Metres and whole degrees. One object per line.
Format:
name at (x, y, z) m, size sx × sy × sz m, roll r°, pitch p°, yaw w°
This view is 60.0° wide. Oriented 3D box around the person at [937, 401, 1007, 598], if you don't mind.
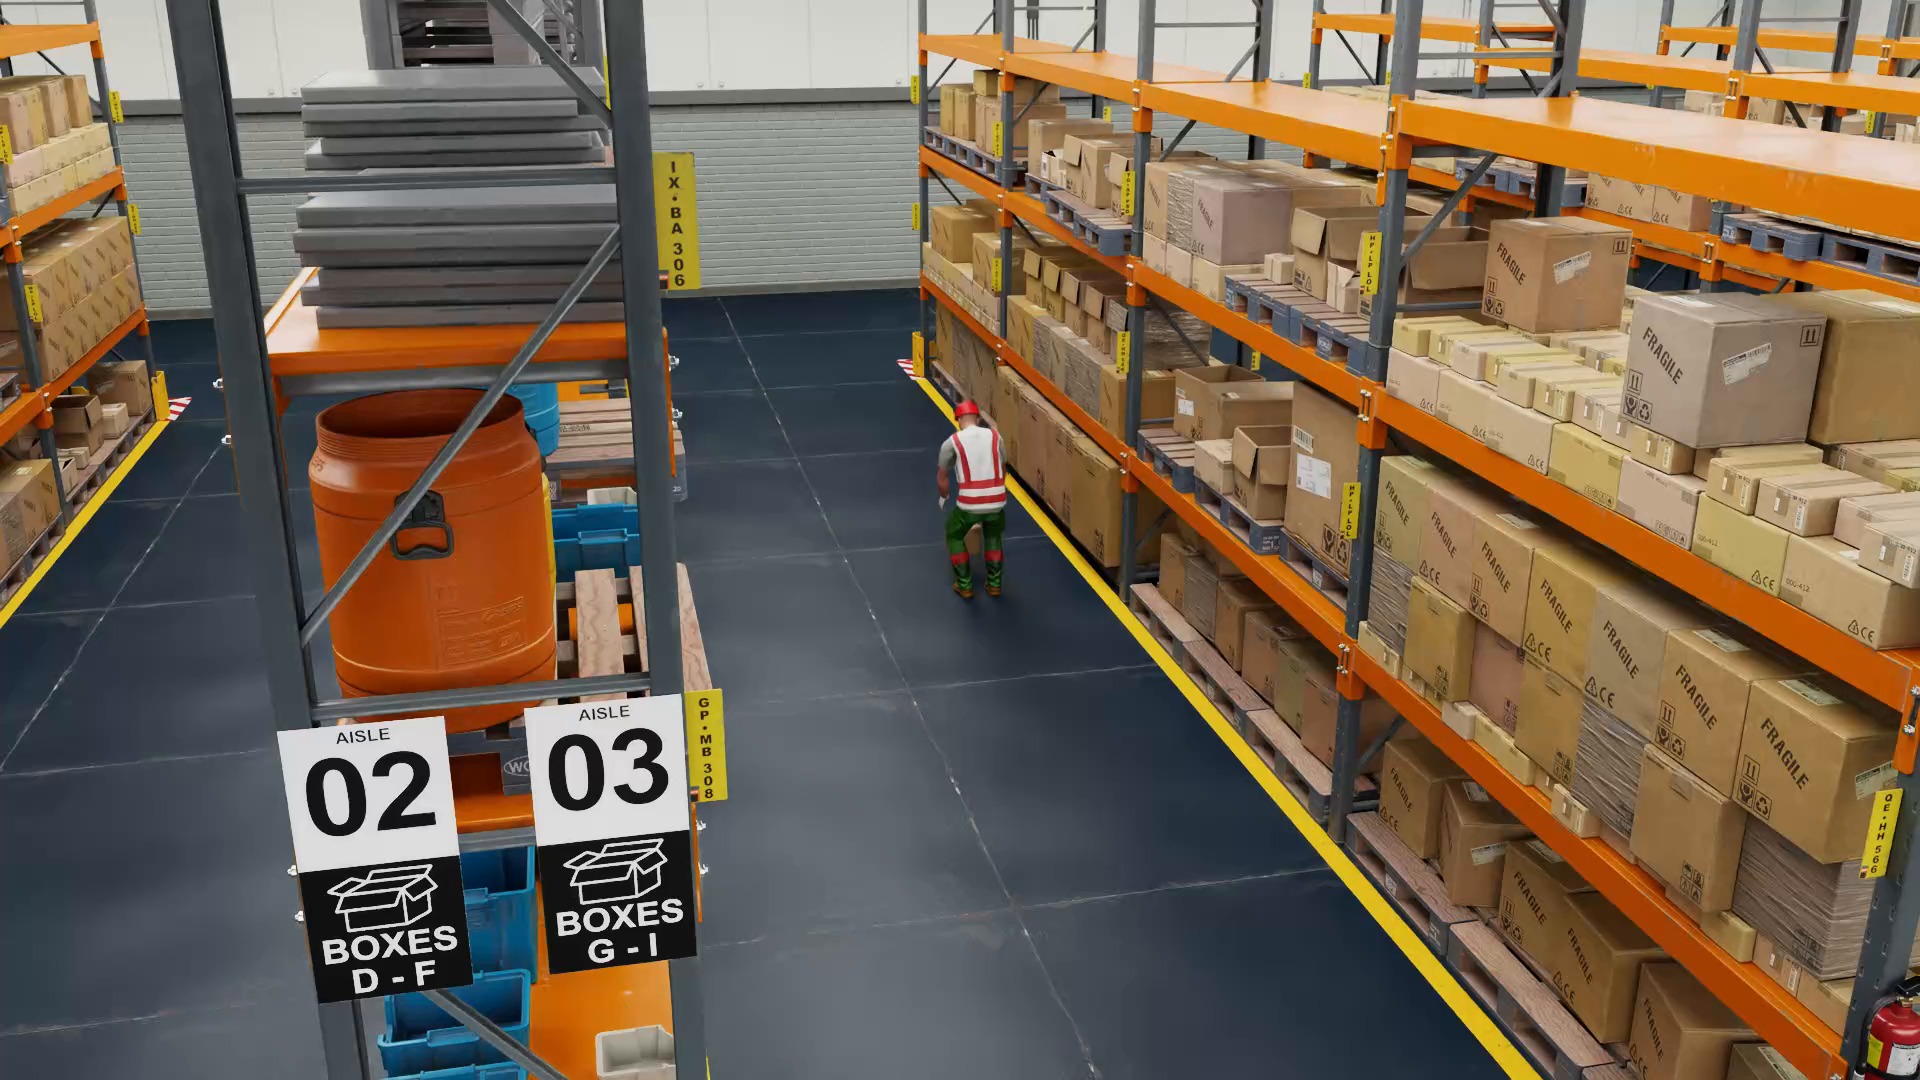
person at (0.103, -0.324, 13.588) m, size 0.575 × 1.580 × 0.647 m, roll -4°, pitch 20°, yaw -12°
